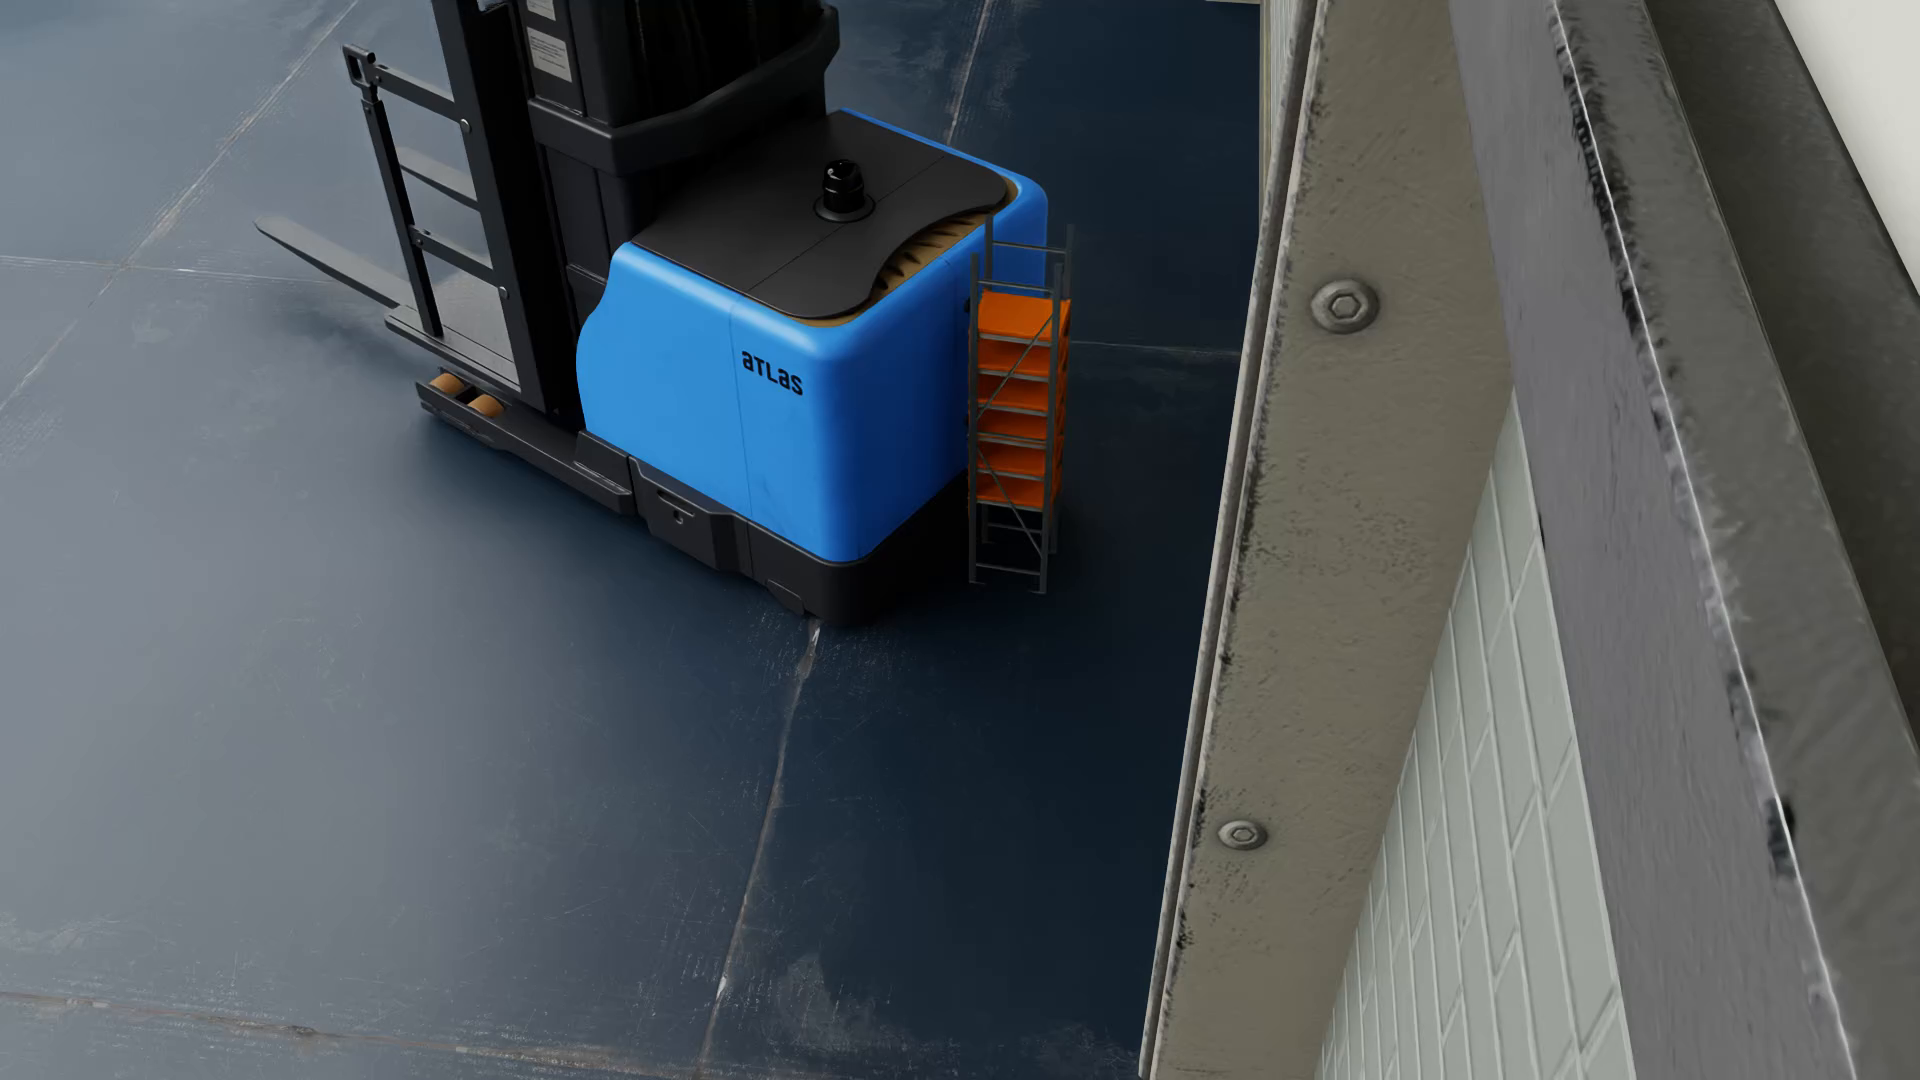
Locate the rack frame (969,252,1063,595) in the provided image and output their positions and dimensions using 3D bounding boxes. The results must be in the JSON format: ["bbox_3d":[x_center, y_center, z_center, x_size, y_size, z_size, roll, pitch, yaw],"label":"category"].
[{"bbox_3d":[0.145,-0.287,4.681,0.240,1.200,0.006,9,44,9],"label":"rack frame"}]

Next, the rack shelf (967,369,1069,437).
[{"bbox_3d":[0.165,-0.404,4.694,0.258,0.103,0.180,9,44,9],"label":"rack shelf"}]

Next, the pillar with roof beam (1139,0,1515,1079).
[{"bbox_3d":[-3.712,-2.283,1.116,9.100,9.000,0.400,5,44,6],"label":"pillar with roof beam"}]

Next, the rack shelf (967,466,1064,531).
[{"bbox_3d":[0.165,-0.142,4.941,0.258,0.103,0.180,9,44,9],"label":"rack shelf"}]

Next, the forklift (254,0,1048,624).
[{"bbox_3d":[-1.215,-1.647,4.857,3.031,2.935,1.130,27,50,26],"label":"forklift"}]

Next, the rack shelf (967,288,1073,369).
[{"bbox_3d":[0.165,-0.578,4.529,0.258,0.103,0.180,9,44,9],"label":"rack shelf"}]

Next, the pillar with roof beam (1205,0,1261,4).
[{"bbox_3d":[-2.919,-6.372,5.435,9.100,9.000,0.400,5,44,6],"label":"pillar with roof beam"}]

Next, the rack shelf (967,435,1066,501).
[{"bbox_3d":[0.165,-0.229,4.859,0.258,0.103,0.180,9,44,9],"label":"rack shelf"}]

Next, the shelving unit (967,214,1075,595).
[{"bbox_3d":[0.165,-0.349,4.746,0.258,1.200,0.189,9,44,9],"label":"shelving unit"}]

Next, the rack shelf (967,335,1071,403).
[{"bbox_3d":[0.165,-0.491,4.611,0.258,0.103,0.180,9,44,9],"label":"rack shelf"}]

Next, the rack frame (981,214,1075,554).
[{"bbox_3d":[0.185,-0.410,4.810,0.240,1.200,0.006,9,44,9],"label":"rack frame"}]

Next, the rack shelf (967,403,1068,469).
[{"bbox_3d":[0.165,-0.316,4.776,0.258,0.103,0.180,9,44,9],"label":"rack shelf"}]
